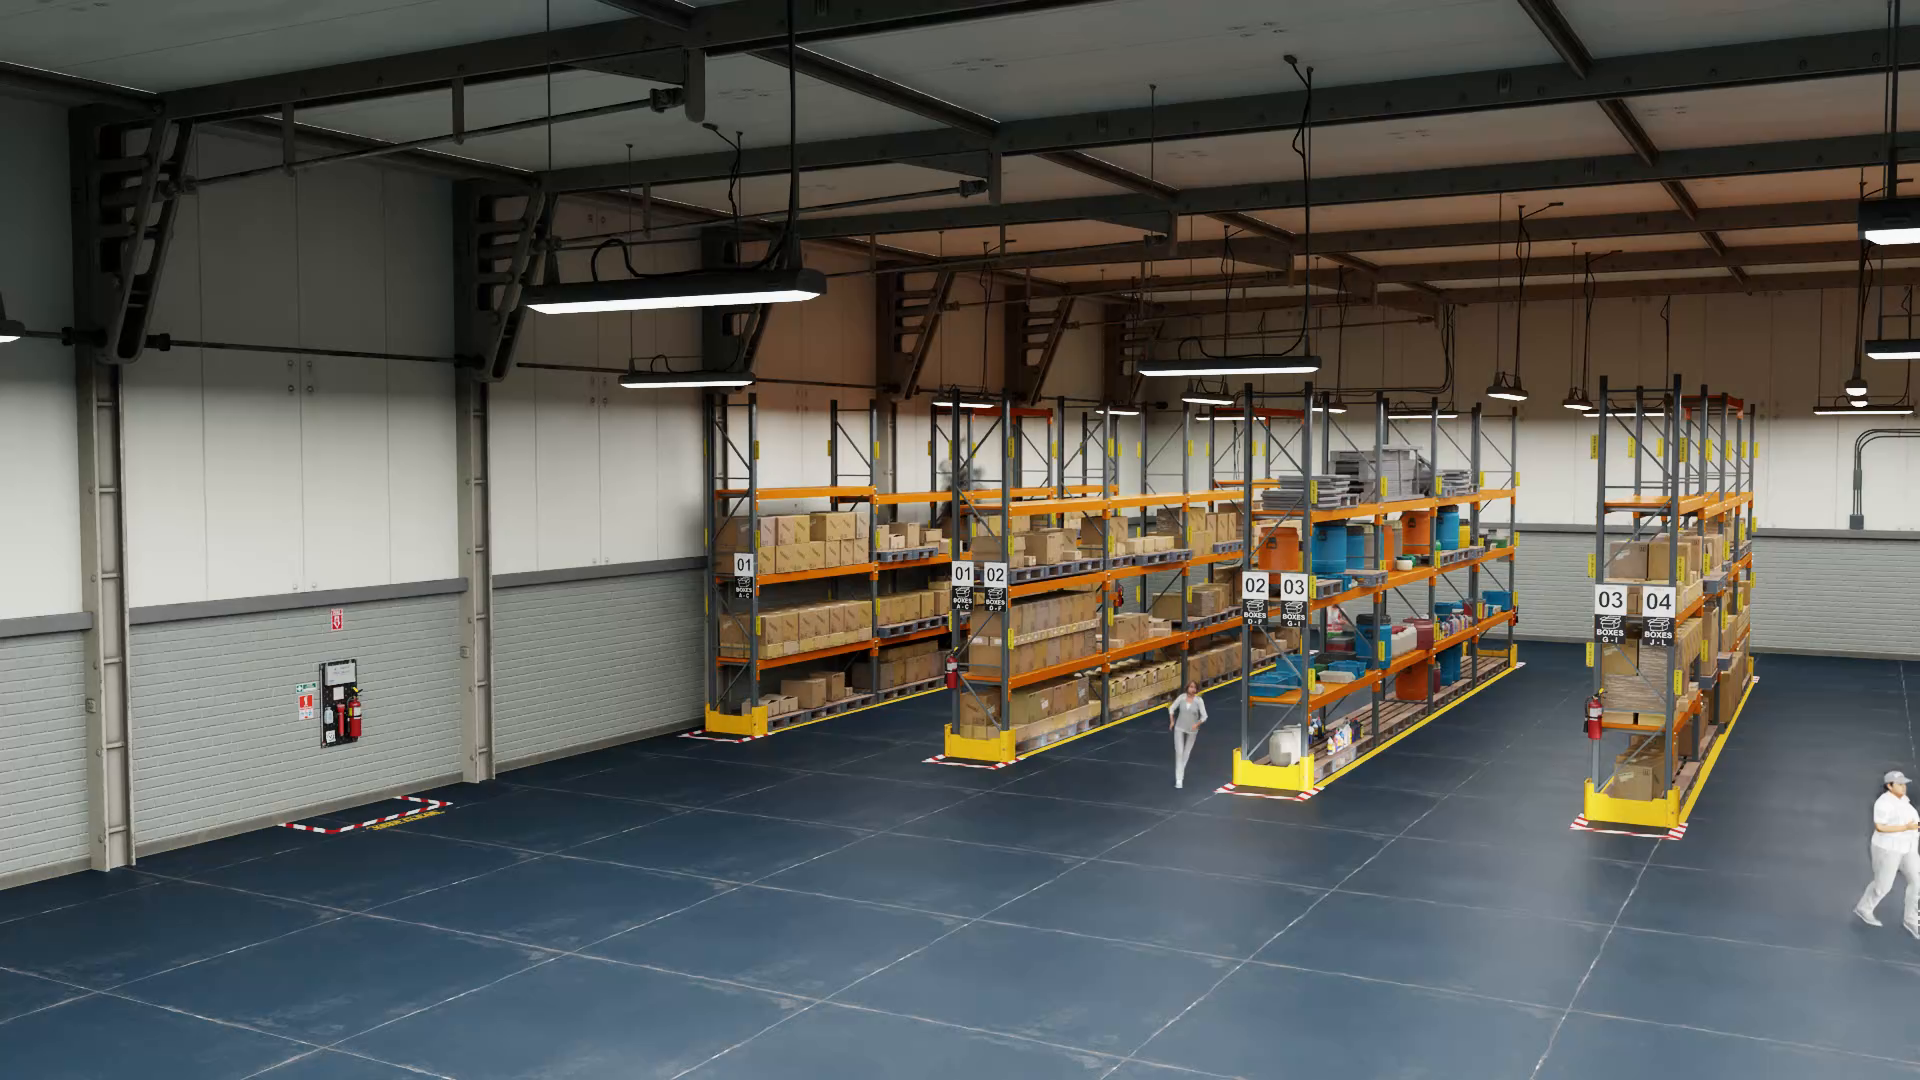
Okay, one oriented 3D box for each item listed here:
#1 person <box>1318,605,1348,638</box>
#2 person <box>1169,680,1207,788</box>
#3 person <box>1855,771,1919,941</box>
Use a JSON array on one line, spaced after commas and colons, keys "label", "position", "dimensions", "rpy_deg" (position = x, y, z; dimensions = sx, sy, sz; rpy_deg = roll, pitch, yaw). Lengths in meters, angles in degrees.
[{"label": "person", "position": [8.327, 2.105, 37.137], "dimensions": [0.645, 1.824, 0.743], "rpy_deg": [1, 3, 13]}, {"label": "person", "position": [3.413, 2.882, 24.920], "dimensions": [0.571, 1.585, 0.710], "rpy_deg": [0, 3, 7]}, {"label": "person", "position": [9.646, 3.239, 17.189], "dimensions": [0.590, 1.721, 0.726], "rpy_deg": [-1, 3, -21]}]
